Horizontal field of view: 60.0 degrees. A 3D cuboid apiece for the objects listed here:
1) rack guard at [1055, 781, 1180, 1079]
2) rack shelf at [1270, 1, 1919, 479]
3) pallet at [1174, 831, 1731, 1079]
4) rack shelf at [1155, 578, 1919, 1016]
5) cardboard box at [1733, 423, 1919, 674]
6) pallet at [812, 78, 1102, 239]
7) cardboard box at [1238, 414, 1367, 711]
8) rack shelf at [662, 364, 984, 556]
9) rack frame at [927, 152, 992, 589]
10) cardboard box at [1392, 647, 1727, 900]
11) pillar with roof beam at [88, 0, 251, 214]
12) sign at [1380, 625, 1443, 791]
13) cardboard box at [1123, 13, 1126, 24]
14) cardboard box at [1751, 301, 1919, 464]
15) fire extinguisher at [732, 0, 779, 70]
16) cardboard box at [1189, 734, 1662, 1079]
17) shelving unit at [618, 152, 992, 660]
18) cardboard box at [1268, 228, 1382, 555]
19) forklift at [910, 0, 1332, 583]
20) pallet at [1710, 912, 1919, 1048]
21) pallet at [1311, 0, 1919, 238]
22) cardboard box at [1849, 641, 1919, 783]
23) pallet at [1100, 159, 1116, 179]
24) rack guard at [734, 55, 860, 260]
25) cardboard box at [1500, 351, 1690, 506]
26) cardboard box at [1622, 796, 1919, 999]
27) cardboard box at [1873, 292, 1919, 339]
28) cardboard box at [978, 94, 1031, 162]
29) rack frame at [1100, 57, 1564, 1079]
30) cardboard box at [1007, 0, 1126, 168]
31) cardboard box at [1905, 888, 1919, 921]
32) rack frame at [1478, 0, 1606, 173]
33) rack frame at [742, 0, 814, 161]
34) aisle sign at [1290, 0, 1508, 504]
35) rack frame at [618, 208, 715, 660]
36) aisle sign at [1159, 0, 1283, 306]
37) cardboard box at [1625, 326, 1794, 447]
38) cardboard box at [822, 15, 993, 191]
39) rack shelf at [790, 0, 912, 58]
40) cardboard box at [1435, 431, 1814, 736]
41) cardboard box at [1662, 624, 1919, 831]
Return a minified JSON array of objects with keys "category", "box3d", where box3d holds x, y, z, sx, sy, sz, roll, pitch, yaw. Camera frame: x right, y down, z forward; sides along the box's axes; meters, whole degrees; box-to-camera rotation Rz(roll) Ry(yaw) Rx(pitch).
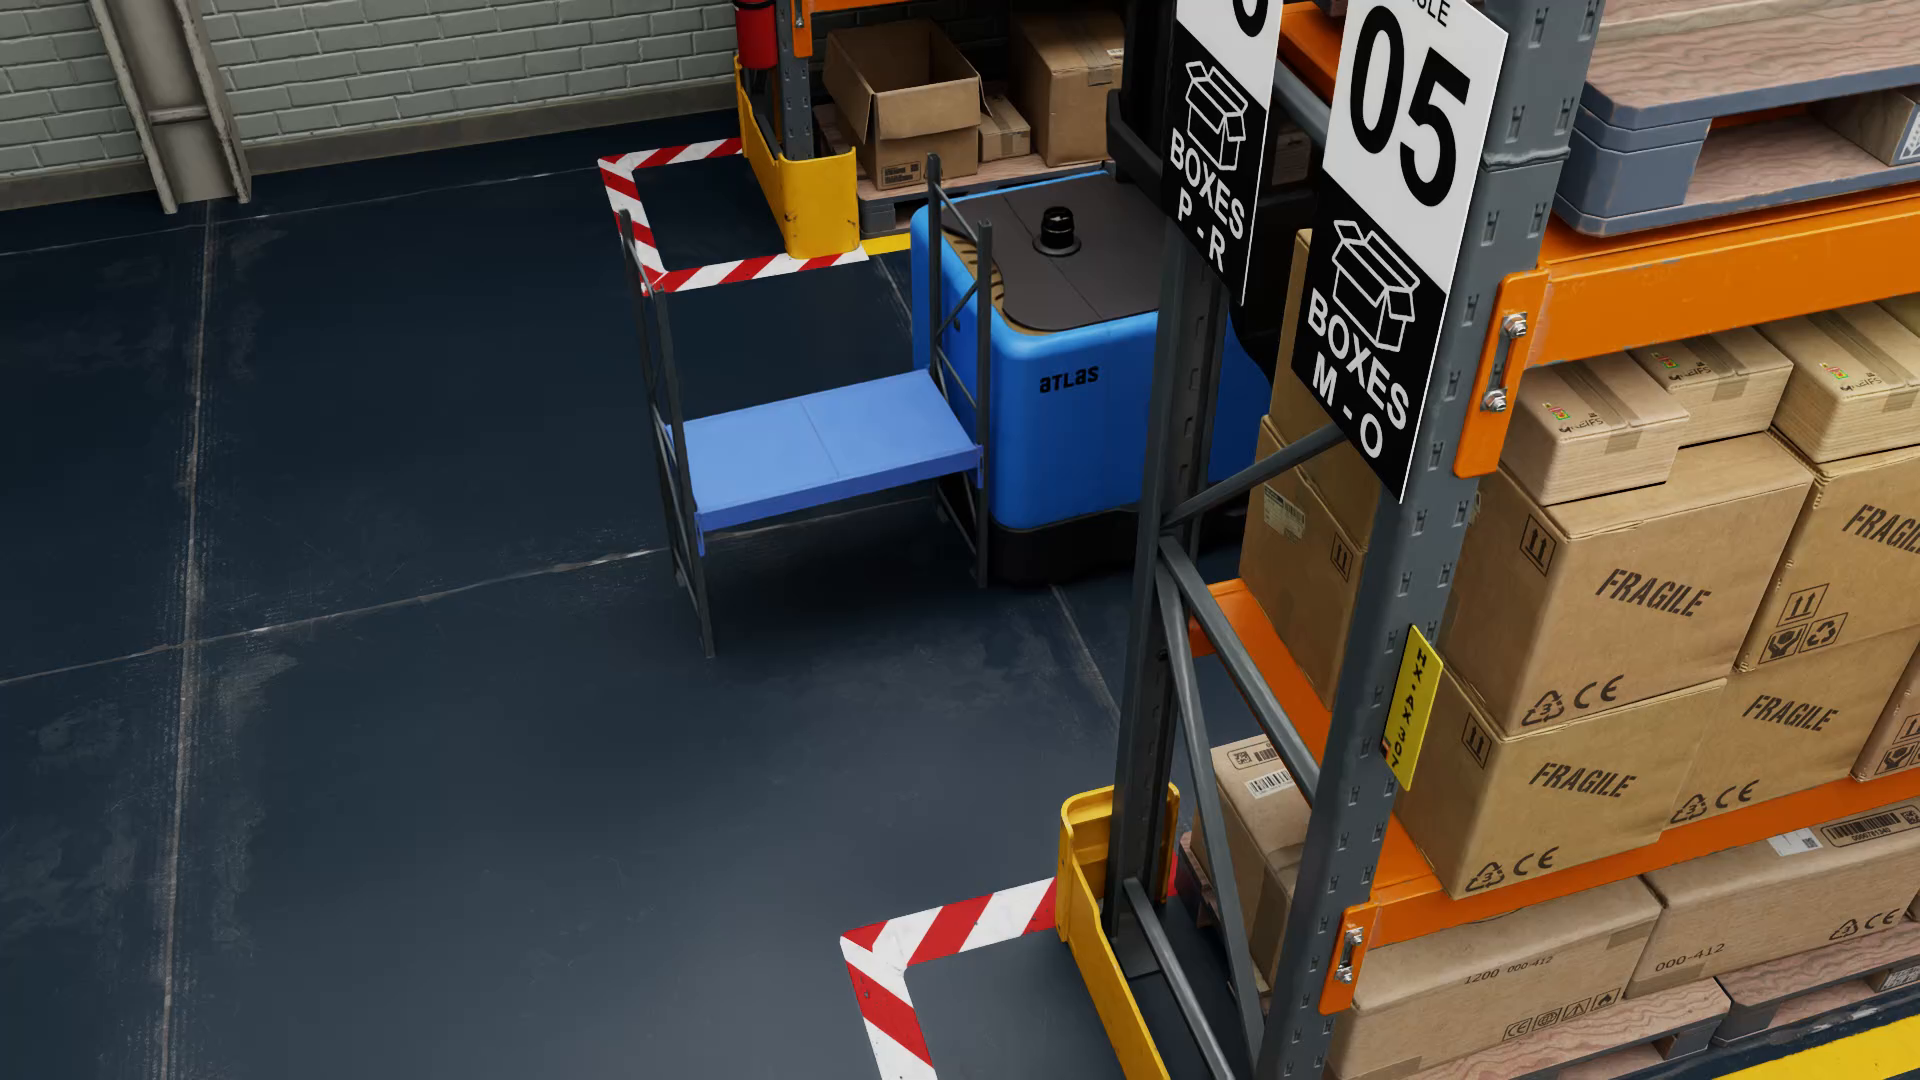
[{"category":"rack guard","box3d":[0.604,1.250,4.439,0.348,0.500,1.175,-12,42,-13]},{"category":"rack shelf","box3d":[2.535,-0.950,3.324,4.000,0.370,1.077,-12,42,-13]},{"category":"pallet","box3d":[1.366,1.147,4.776,1.213,0.211,1.003,-12,42,-13]},{"category":"rack shelf","box3d":[2.535,0.180,4.311,4.000,0.370,1.077,-12,42,-13]},{"category":"cardboard box","box3d":[1.661,-0.133,3.286,0.500,0.500,0.500,-13,43,-14]},{"category":"pallet","box3d":[-0.035,-1.933,8.302,1.213,0.211,1.003,-12,42,-13]},{"category":"cardboard box","box3d":[1.008,0.005,3.888,0.500,0.500,0.500,-11,42,-13]},{"category":"rack shelf","box3d":[-0.479,-0.289,5.715,1.000,0.185,0.538,-14,43,-16]},{"category":"rack frame","box3d":[-0.004,-0.544,5.733,0.032,1.500,0.500,-14,43,-16]},{"category":"cardboard box","box3d":[1.171,0.352,3.491,0.500,0.500,0.500,-12,43,-13]},{"category":"pillar with roof beam","box3d":[-2.417,-2.400,2.158,0.400,9.000,9.100,-12,42,-13]},{"category":"sign","box3d":[0.788,0.298,2.911,0.005,0.325,0.100,-12,42,-13]},{"category":"cardboard box","box3d":[1.106,-2.274,8.154,0.500,0.500,0.500,-11,42,-12]},{"category":"cardboard box","box3d":[1.560,-0.327,3.015,0.250,0.149,0.380,-10,42,-12]},{"category":"fire extinguisher","box3d":[-0.869,-2.321,6.969,0.183,0.674,0.296,-12,42,-13]},{"category":"cardboard box","box3d":[1.226,0.918,4.548,0.875,0.438,0.875,-13,43,-15]},{"category":"shelving unit","box3d":[-0.479,-0.425,5.596,1.048,1.500,0.538,-14,43,-16]},{"category":"cardboard box","box3d":[1.015,-0.355,3.540,0.500,0.500,0.500,-10,42,-12]},{"category":"forklift","box3d":[1.377,-1.553,5.800,3.031,2.935,1.130,-14,43,-16]},{"category":"pallet","box3d":[2.528,0.909,5.050,1.213,0.211,1.003,-12,42,-13]},{"category":"pallet","box3d":[1.331,-0.945,2.839,1.213,0.211,1.003,-12,42,-13]},{"category":"cardboard box","box3d":[2.136,0.145,3.728,0.500,0.500,0.500,-12,43,-13]},{"category":"pallet","box3d":[1.127,-2.172,8.575,1.213,0.211,1.003,-12,42,-13]},{"category":"rack guard","box3d":[-0.795,-1.884,8.026,0.348,0.500,1.175,-12,42,-13]},{"category":"cardboard box","box3d":[1.049,-0.251,2.928,0.250,0.149,0.380,-11,42,-12]},{"category":"cardboard box","box3d":[2.097,0.732,4.761,0.875,0.438,0.875,-11,42,-12]},{"category":"cardboard box","box3d":[1.805,-0.390,3.087,0.250,0.149,0.380,-13,43,-14]},{"category":"cardboard box","box3d":[0.161,-2.015,8.125,0.250,0.149,0.380,-13,43,-15]},{"category":"rack frame","box3d":[0.627,0.304,3.622,0.127,3.000,1.000,-12,42,-13]},{"category":"cardboard box","box3d":[0.571,-2.233,8.106,0.500,0.500,0.700,-10,42,-11]},{"category":"cardboard box","box3d":[2.957,0.554,4.964,0.875,0.438,0.875,-13,43,-14]},{"category":"rack frame","box3d":[0.627,-1.955,1.648,0.127,3.000,1.000,-12,42,-13]},{"category":"rack frame","box3d":[-0.868,-2.810,7.186,0.127,3.000,1.000,-12,42,-13]},{"category":"aisle sign","box3d":[0.645,-0.479,2.542,0.004,0.787,0.394,-12,42,-13]},{"category":"rack frame","box3d":[-0.954,-0.306,5.460,0.032,1.500,0.500,-14,43,-16]},{"category":"aisle sign","box3d":[0.465,-0.855,2.973,0.004,0.787,0.394,-12,42,-13]},{"category":"cardboard box","box3d":[1.277,-0.347,3.038,0.250,0.149,0.380,-11,42,-12]},{"category":"cardboard box","box3d":[-0.256,-2.089,7.940,0.637,0.503,0.797,-13,43,-15]},{"category":"rack shelf","box3d":[1.040,-2.934,7.876,4.000,0.370,1.077,-12,42,-13]},{"category":"cardboard box","box3d":[1.170,-0.026,3.164,0.500,0.500,0.500,-13,43,-14]},{"category":"cardboard box","box3d":[1.645,0.234,3.626,0.500,0.500,0.500,-12,43,-14]}]
